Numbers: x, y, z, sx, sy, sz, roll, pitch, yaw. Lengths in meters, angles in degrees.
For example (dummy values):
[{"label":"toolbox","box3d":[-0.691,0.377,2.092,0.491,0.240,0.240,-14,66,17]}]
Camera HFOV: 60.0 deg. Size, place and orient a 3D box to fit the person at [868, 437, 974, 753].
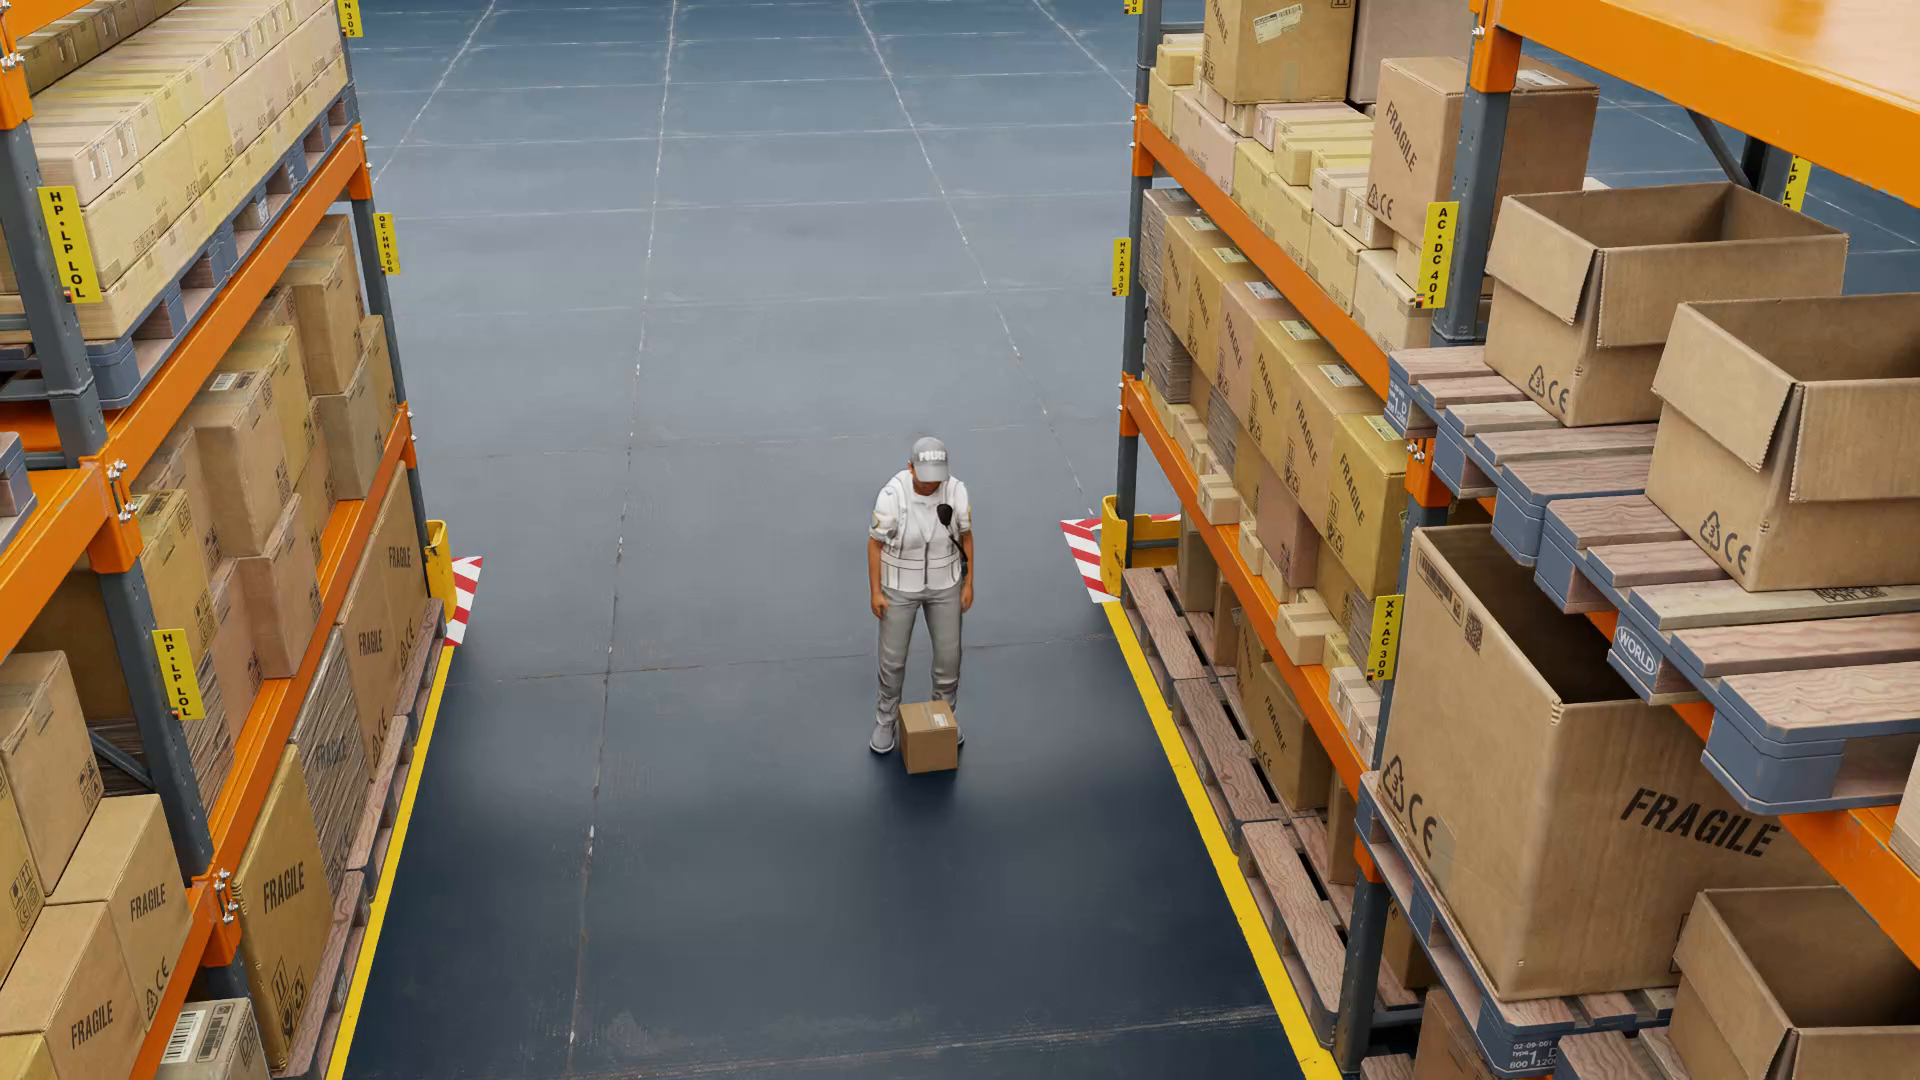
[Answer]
[{"label":"person","box3d":[-0.195,0.249,8.131,0.557,1.665,0.467,-5,28,-10]}]
